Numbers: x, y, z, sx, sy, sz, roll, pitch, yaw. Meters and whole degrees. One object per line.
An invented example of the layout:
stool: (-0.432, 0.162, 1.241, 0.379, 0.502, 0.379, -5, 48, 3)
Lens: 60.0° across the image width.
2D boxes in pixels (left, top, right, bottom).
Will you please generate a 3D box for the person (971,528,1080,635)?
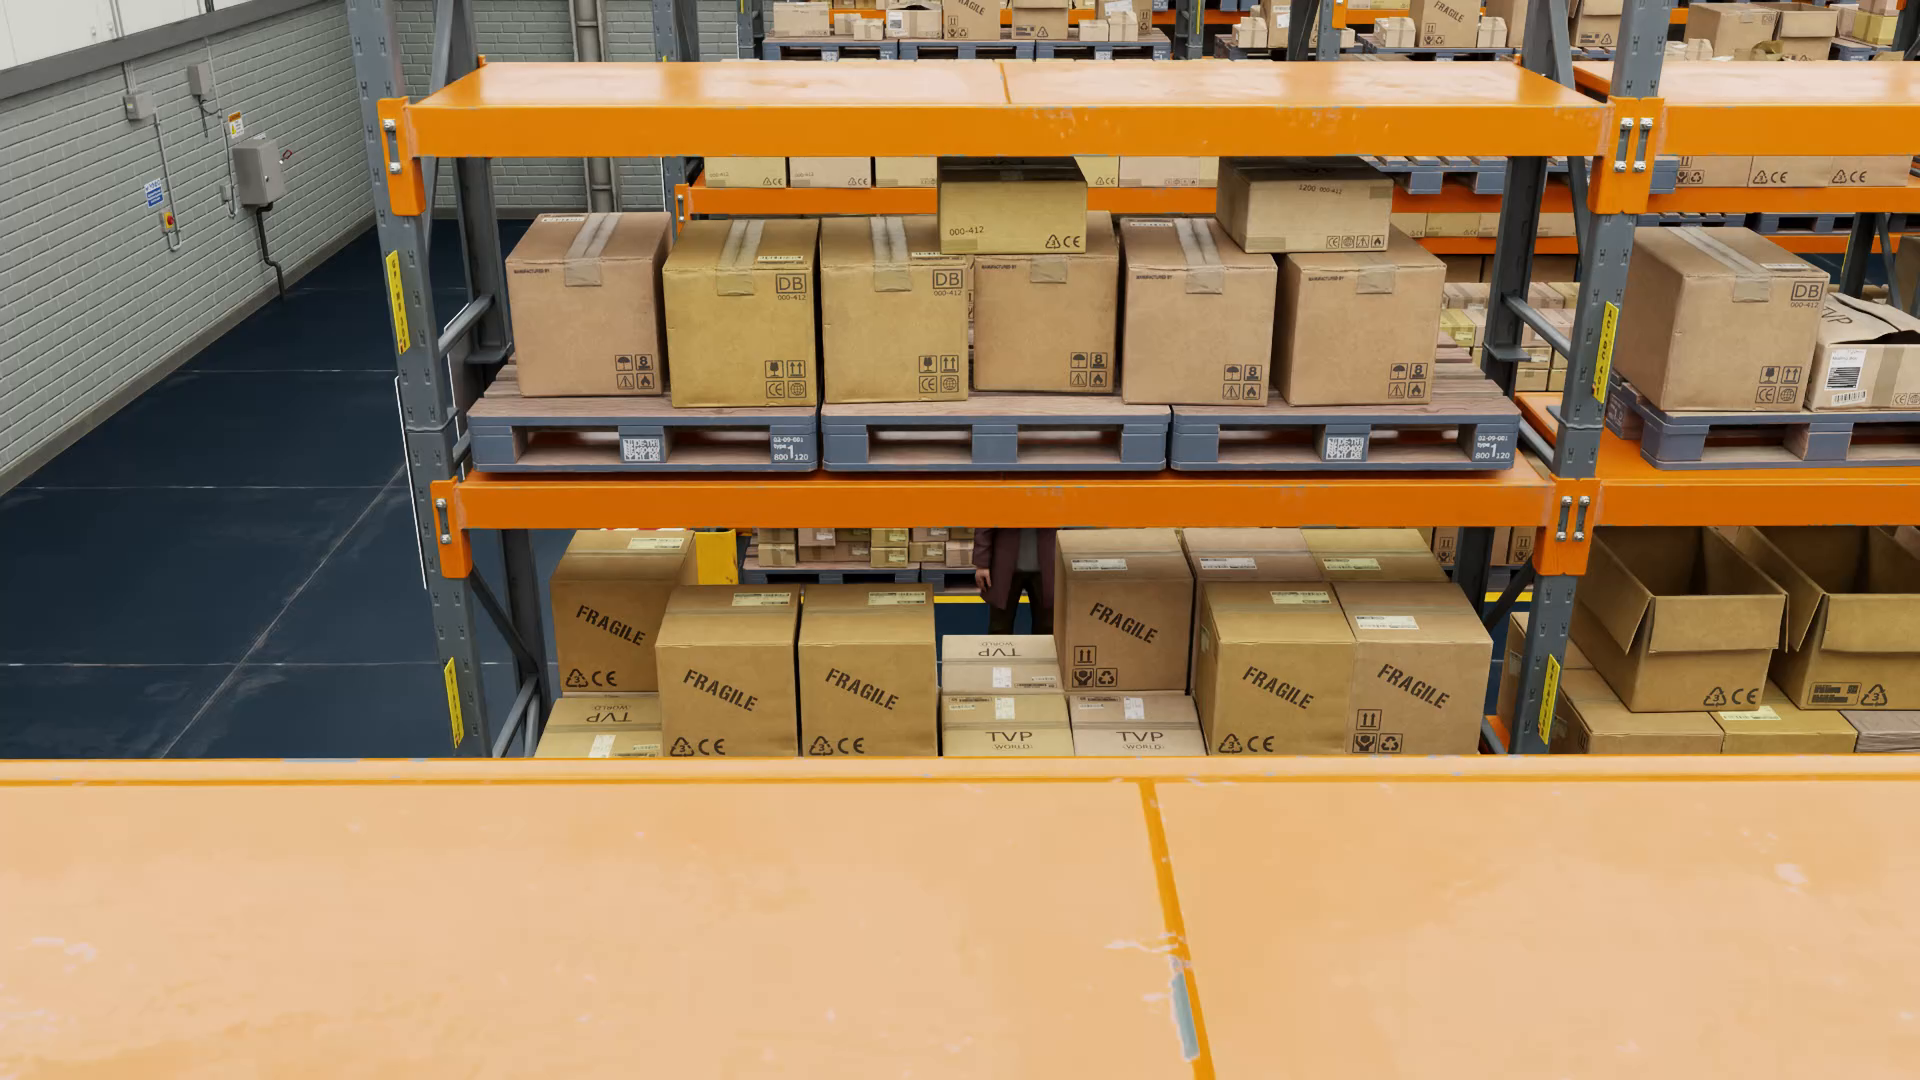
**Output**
person: (0.391, 0.185, 9.785, 0.649, 1.706, 0.418, -1, 24, -1)
